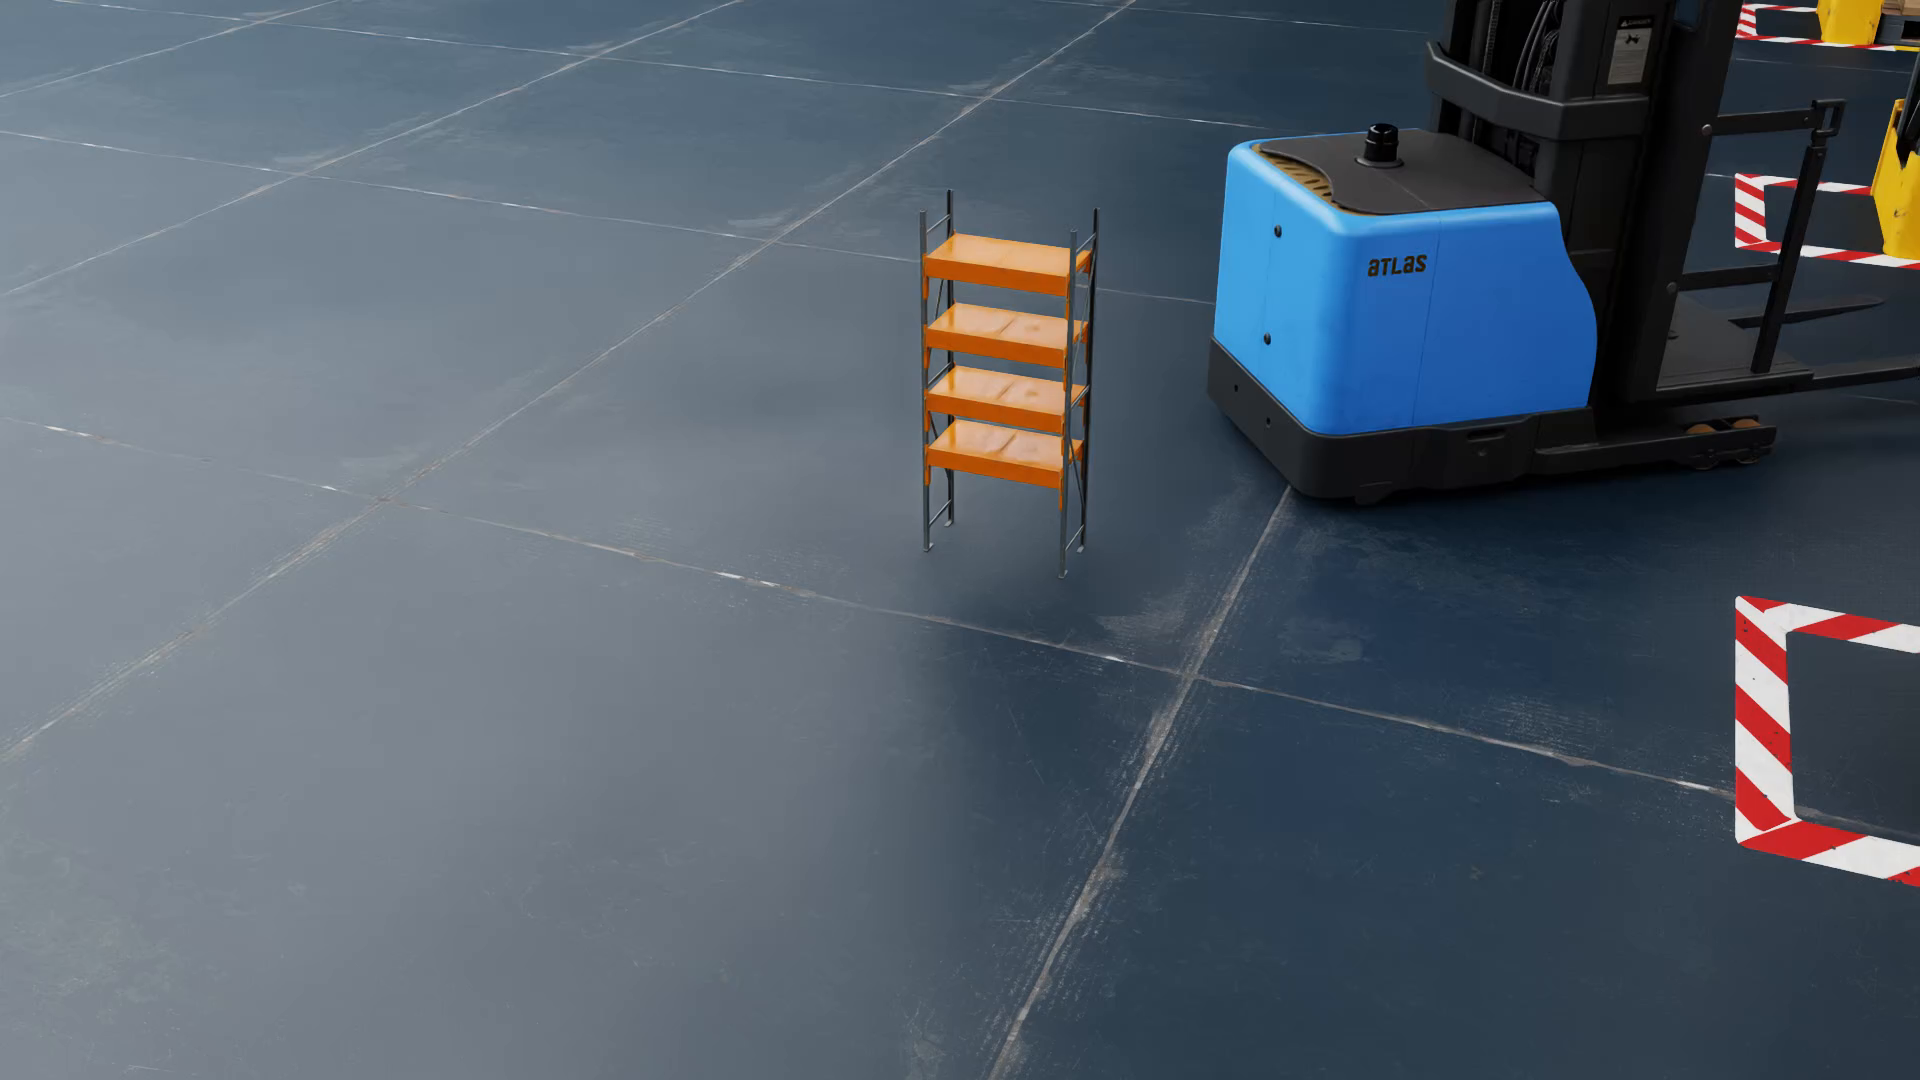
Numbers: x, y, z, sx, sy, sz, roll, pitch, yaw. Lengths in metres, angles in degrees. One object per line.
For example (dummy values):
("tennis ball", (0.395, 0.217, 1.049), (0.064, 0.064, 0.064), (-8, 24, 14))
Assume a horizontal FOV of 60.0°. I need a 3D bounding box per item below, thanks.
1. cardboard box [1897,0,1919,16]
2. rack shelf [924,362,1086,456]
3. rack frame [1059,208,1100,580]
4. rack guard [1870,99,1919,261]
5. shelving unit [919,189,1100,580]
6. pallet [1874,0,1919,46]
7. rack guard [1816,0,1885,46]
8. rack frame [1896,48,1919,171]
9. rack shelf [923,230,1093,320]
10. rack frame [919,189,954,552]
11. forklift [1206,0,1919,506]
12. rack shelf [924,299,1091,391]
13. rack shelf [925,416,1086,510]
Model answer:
("cardboard box", (7.150, -3.981, 12.112), (0.500, 0.250, 0.500), (11, 31, 19))
("rack shelf", (0.153, -0.433, 5.434), (0.480, 0.148, 0.258), (11, 31, 19))
("rack frame", (0.380, -0.447, 5.321), (0.015, 1.200, 0.240), (11, 31, 19))
("rack guard", (4.959, -1.857, 8.527), (0.348, 0.500, 1.175), (11, 31, 19))
("shelving unit", (0.153, -0.492, 5.401), (0.503, 1.200, 0.258), (11, 31, 19))
("pallet", (7.461, -3.859, 12.363), (1.213, 0.211, 1.003), (11, 31, 19))
("rack guard", (6.715, -4.112, 12.516), (0.348, 0.500, 1.175), (11, 31, 19))
("rack frame", (4.871, -2.938, 7.899), (0.127, 3.000, 1.000), (11, 31, 19))
("rack shelf", (0.153, -0.834, 5.207), (0.480, 0.148, 0.258), (11, 31, 19))
("rack frame", (-0.073, -0.537, 5.480), (0.015, 1.200, 0.240), (11, 31, 19))
("forklift", (2.558, -1.782, 5.924), (3.031, 2.935, 1.130), (-7, 30, -13))
("rack shelf", (0.153, -0.628, 5.324), (0.480, 0.148, 0.258), (11, 31, 19))
("rack shelf", (0.153, -0.260, 5.531), (0.480, 0.148, 0.258), (11, 31, 19))
